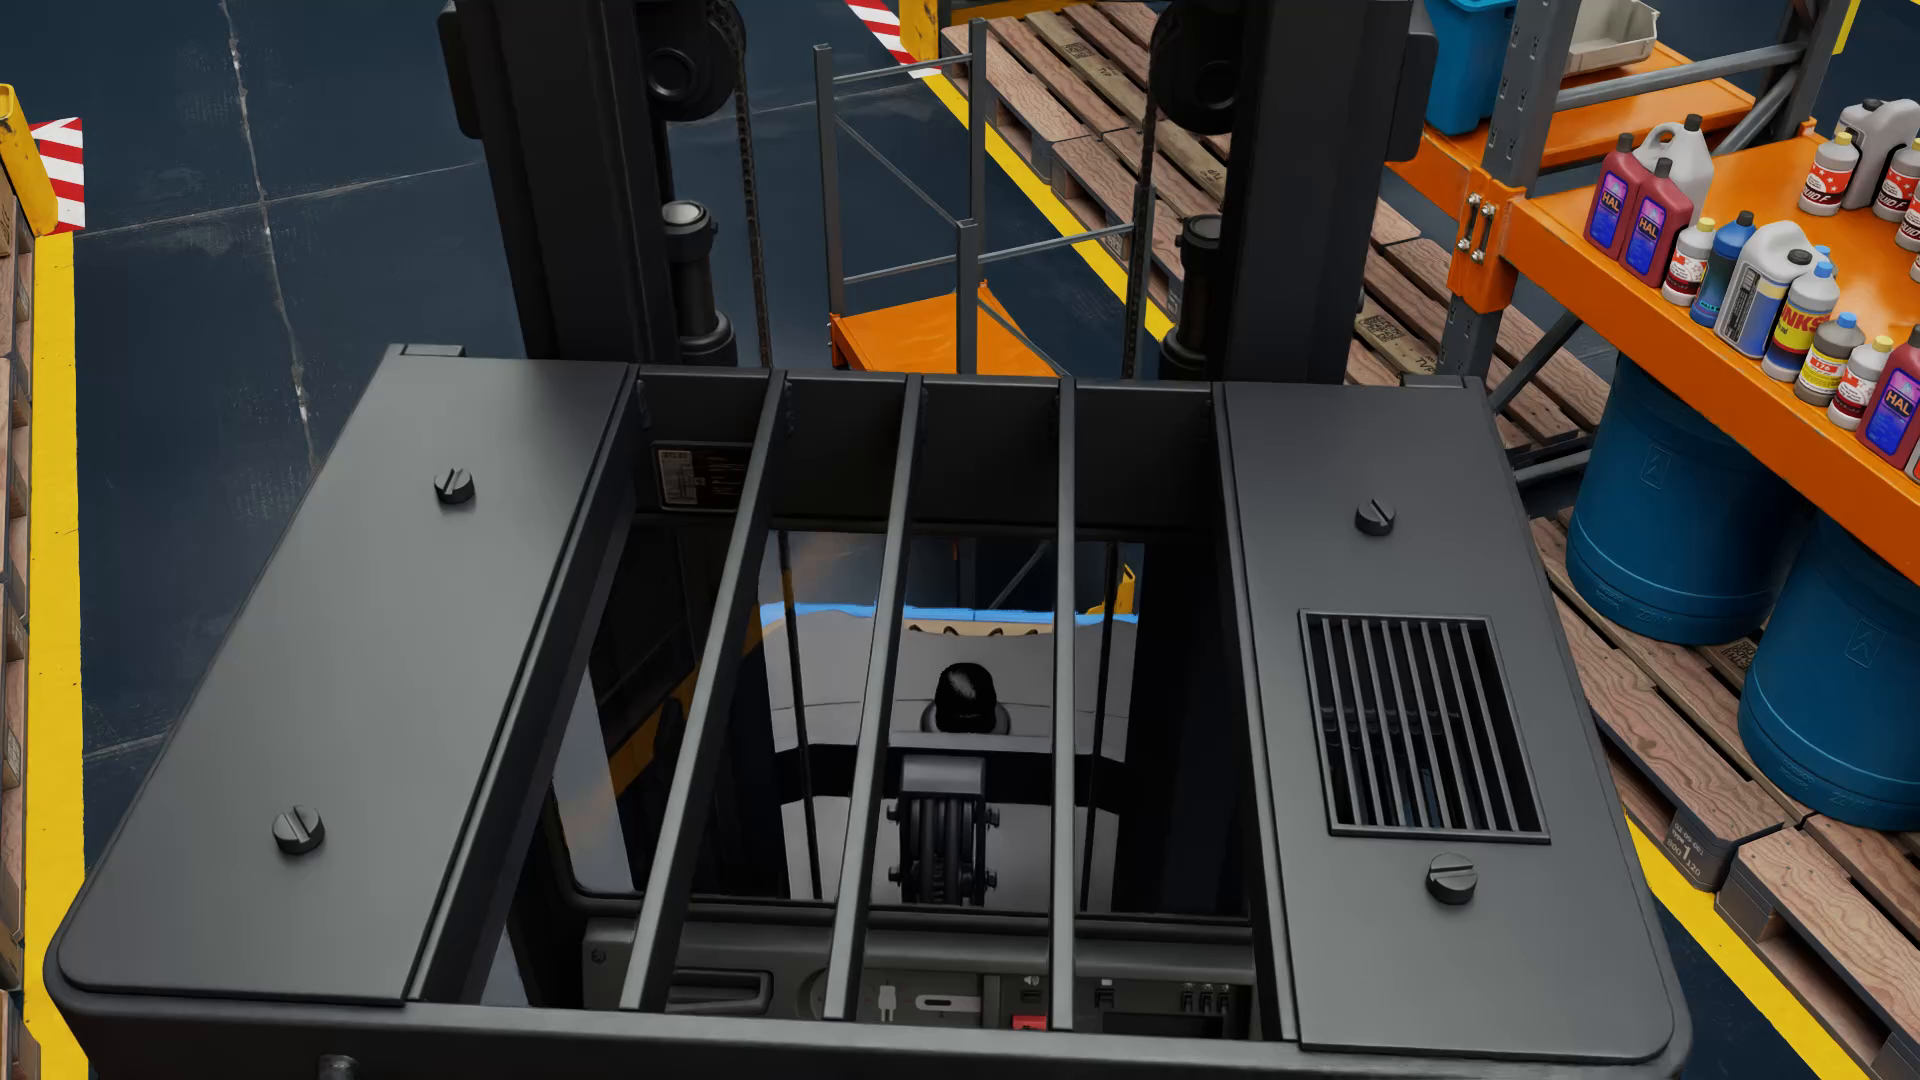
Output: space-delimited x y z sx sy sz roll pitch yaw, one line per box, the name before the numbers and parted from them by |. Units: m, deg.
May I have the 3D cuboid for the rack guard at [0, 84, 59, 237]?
rack guard | -4.233 -1.382 6.473 1.175 0.500 0.348 -15 43 -17

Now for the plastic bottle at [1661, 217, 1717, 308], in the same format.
plastic bottle | 1.704 -0.651 3.859 0.097 0.201 0.097 0 41 0

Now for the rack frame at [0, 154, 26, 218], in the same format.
rack frame | -4.262 -2.375 5.711 1.000 3.000 0.127 -15 43 -17

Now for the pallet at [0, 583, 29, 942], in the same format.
pallet | -2.994 0.678 4.300 1.003 0.211 1.213 -15 43 -17

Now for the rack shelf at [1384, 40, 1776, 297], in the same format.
rack shelf | 1.081 -2.131 5.979 1.077 0.370 4.000 -15 43 -17

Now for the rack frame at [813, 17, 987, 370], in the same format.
rack frame | -0.162 -0.823 5.057 0.500 1.500 0.032 -15 43 -17

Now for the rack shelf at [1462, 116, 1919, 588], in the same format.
rack shelf | 2.611 0.279 3.177 1.077 0.370 4.000 -15 43 -17

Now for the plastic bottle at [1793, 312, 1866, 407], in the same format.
plastic bottle | 1.868 -0.394 3.560 0.097 0.201 0.097 0 41 0

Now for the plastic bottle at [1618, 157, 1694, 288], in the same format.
plastic bottle | 1.643 -0.747 3.908 0.061 0.283 0.133 -15 43 -17

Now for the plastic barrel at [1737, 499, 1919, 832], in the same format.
plastic barrel | 2.310 0.196 4.009 0.600 0.901 0.708 -15 43 -17

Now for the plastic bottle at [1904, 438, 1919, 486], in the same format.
plastic bottle | 2.026 -0.220 3.301 0.152 0.276 0.135 -15 43 -17

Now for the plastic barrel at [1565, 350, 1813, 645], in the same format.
plastic barrel | 2.039 -0.231 4.505 0.600 0.901 0.708 -15 43 -17

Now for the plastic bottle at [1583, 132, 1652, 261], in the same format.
plastic bottle | 1.592 -0.827 4.001 0.061 0.283 0.133 -15 43 -17

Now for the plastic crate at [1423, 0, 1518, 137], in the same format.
plastic crate | 1.352 -1.412 4.557 0.392 0.384 0.575 -15 43 -17

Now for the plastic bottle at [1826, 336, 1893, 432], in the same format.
plastic bottle | 1.905 -0.335 3.492 0.097 0.201 0.097 0 41 0

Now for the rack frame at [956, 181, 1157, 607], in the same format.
rack frame | 0.227 -0.211 4.345 0.500 1.500 0.032 -15 43 -17

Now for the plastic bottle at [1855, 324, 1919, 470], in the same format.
plastic bottle | 1.932 -0.292 3.379 0.061 0.283 0.133 -15 43 -17

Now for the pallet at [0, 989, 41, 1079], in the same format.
pallet | -2.385 1.572 3.260 1.003 0.211 1.213 -15 43 -17

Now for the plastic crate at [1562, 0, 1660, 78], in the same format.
plastic crate | 1.800 -1.438 4.778 0.396 0.136 0.243 -15 43 -17

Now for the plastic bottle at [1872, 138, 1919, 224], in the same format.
plastic bottle | 2.365 -0.904 4.153 0.097 0.201 0.097 0 41 0

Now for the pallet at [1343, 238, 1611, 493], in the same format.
pallet | 1.529 -0.575 5.757 1.003 0.211 1.213 -15 43 -17

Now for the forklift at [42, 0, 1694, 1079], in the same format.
forklift | -0.048 0.799 2.073 1.130 2.935 3.031 2 41 2

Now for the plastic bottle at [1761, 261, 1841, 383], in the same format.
plastic bottle | 1.830 -0.479 3.605 0.097 0.271 0.097 0 41 0

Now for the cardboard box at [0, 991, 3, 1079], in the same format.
cardboard box | -2.278 1.041 3.318 0.500 0.500 0.500 -15 43 -17

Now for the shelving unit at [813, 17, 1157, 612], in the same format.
shelving unit | 0.029 -0.523 4.708 0.587 1.500 1.083 -15 43 -17

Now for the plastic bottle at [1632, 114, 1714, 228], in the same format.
plastic bottle | 1.697 -0.863 3.991 0.144 0.351 0.185 -15 43 -17

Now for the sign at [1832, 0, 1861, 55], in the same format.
sign | 2.355 -1.440 4.412 0.100 0.325 0.005 -15 43 -17

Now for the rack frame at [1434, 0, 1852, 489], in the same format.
rack frame | 1.846 -1.199 4.344 1.000 3.000 0.127 -15 43 -17

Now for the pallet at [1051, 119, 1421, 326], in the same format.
pallet | 1.058 -1.311 6.613 1.003 0.211 1.213 -15 43 -17

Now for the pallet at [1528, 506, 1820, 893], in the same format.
pallet | 2.103 0.334 4.700 1.003 0.211 1.213 -15 43 -17

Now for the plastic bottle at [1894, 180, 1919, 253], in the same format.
plastic bottle | 2.360 -0.808 4.042 0.097 0.201 0.097 0 41 0

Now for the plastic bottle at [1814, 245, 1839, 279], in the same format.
plastic bottle | 1.919 -0.572 3.767 0.097 0.201 0.097 0 41 0

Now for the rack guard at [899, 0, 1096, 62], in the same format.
rack guard | 0.295 -2.672 7.974 1.175 0.500 0.348 -15 43 -17

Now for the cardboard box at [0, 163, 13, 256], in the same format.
cardboard box | -3.826 -1.328 6.073 0.500 0.500 0.500 -15 43 -17

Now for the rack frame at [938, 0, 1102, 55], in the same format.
rack frame | 0.316 -3.609 7.146 1.000 3.000 0.127 -15 43 -17

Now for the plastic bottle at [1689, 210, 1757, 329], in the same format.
plastic bottle | 1.742 -0.619 3.768 0.097 0.271 0.097 0 41 0

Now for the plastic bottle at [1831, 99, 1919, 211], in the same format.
plastic bottle | 2.296 -0.995 4.202 0.152 0.276 0.135 -15 43 -17

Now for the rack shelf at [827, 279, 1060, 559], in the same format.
rack shelf | 0.033 -0.381 4.819 0.538 0.185 1.000 -15 43 -17

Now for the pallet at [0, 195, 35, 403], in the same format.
pallet | -3.927 -0.792 6.009 1.003 0.211 1.213 -15 43 -17

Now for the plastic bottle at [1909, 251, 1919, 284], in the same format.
plastic bottle | 2.327 -0.704 3.921 0.097 0.201 0.097 0 41 0

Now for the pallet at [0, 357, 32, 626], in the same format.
pallet | -3.464 -0.058 5.156 1.003 0.211 1.213 -15 43 -17

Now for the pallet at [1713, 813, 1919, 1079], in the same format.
pallet | 2.574 1.070 3.844 1.003 0.211 1.213 -15 43 -17

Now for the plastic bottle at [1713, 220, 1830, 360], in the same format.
plastic bottle | 1.811 -0.558 3.693 0.152 0.276 0.135 -15 43 -17

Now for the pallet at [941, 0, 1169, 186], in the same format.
pallet | 0.595 -2.045 7.466 1.003 0.211 1.213 -15 43 -17

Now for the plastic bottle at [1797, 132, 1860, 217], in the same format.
plastic bottle | 2.188 -0.925 4.177 0.097 0.201 0.097 0 41 0

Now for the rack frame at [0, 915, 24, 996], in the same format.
rack frame | -2.732 0.035 2.909 1.000 3.000 0.127 -15 43 -17

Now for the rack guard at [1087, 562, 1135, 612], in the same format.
rack guard | 0.220 0.251 4.766 0.587 0.250 0.087 -15 43 -17
